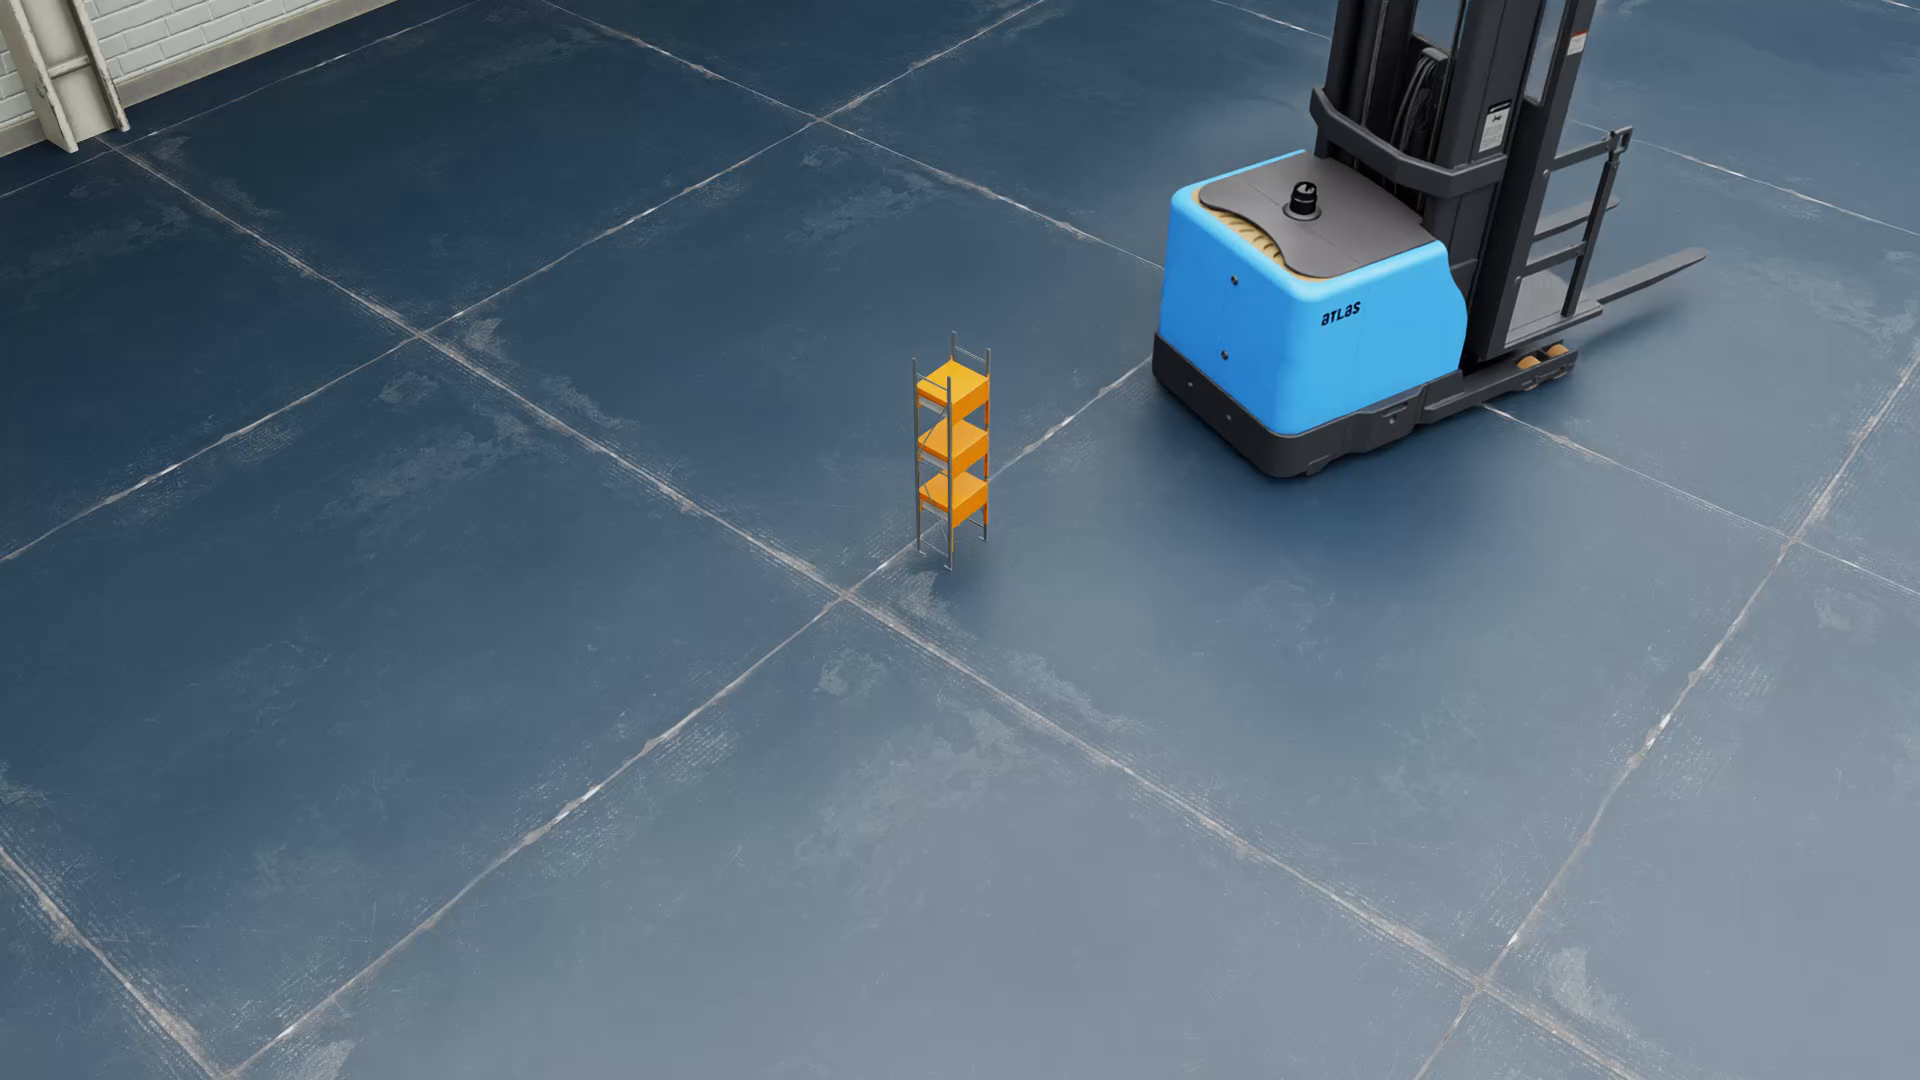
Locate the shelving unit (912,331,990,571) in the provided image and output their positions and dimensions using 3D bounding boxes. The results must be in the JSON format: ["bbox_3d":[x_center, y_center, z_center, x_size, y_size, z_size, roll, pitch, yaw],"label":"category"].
[{"bbox_3d":[-0.034,-0.361,7.049,0.215,1.050,0.252,29,50,28],"label":"shelving unit"}]

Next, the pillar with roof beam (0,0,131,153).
[{"bbox_3d":[-2.040,-3.957,5.095,9.100,9.000,0.400,29,50,28],"label":"pillar with roof beam"}]

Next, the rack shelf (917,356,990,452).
[{"bbox_3d":[-0.034,-0.563,6.865,0.215,0.259,0.240,29,50,28],"label":"rack shelf"}]

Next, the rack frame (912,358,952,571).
[{"bbox_3d":[-0.113,-0.298,6.980,0.200,1.050,0.008,29,50,28],"label":"rack frame"}]

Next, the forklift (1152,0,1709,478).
[{"bbox_3d":[2.482,-2.111,7.576,3.031,2.935,1.130,-22,47,-22],"label":"forklift"}]

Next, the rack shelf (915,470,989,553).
[{"bbox_3d":[-0.034,-0.147,7.243,0.215,0.259,0.240,29,50,28],"label":"rack shelf"}]

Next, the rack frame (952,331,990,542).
[{"bbox_3d":[0.044,-0.424,7.118,0.200,1.050,0.008,29,50,28],"label":"rack frame"}]

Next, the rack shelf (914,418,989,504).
[{"bbox_3d":[-0.034,-0.353,7.056,0.215,0.259,0.240,29,50,28],"label":"rack shelf"}]
